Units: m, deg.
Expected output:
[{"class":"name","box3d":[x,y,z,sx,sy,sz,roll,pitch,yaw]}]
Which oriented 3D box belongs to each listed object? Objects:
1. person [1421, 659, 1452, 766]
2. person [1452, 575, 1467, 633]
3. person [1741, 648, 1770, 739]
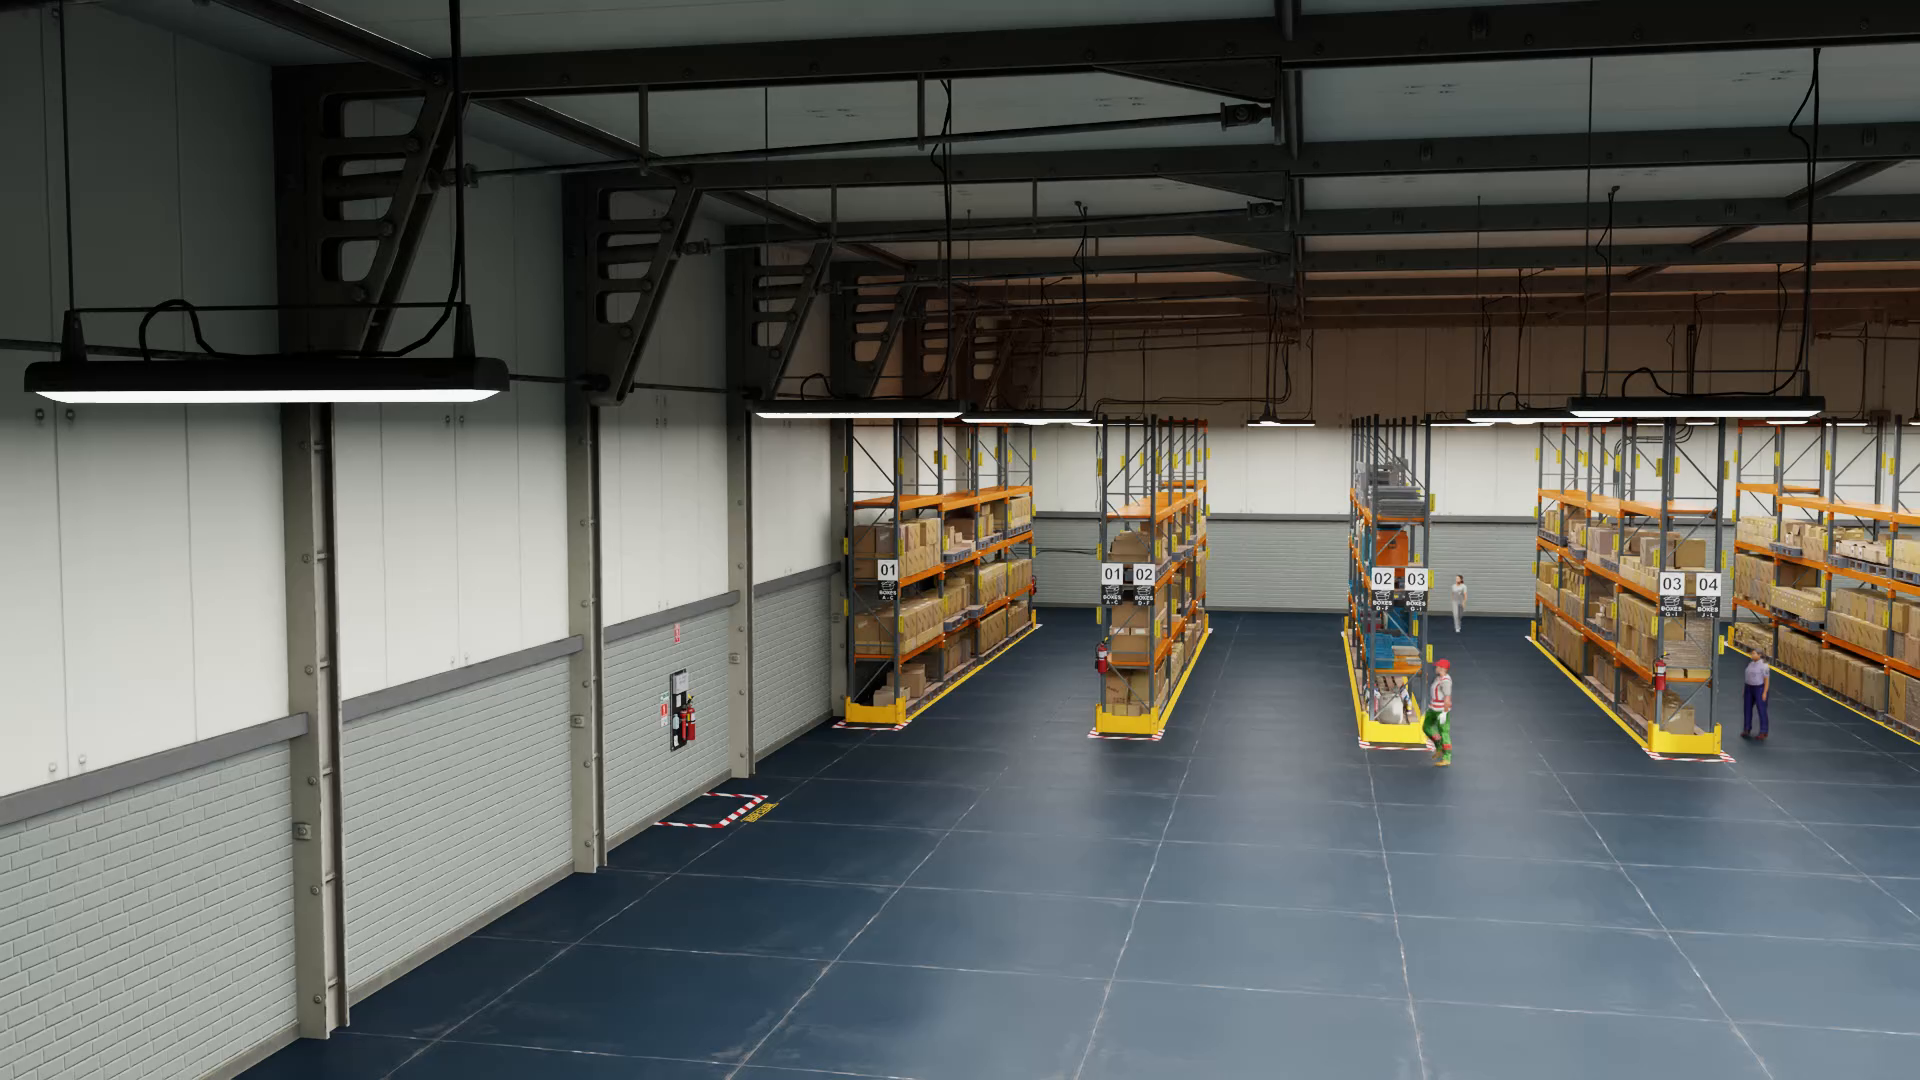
[{"class":"person","box3d":[8.207,2.920,28.421,0.420,1.789,0.652,-1,4,-14]},{"class":"person","box3d":[14.047,1.799,46.796,0.403,1.586,1.058,0,4,5]},{"class":"person","box3d":[14.794,2.849,30.921,0.369,1.628,0.509,-2,5,-33]}]
